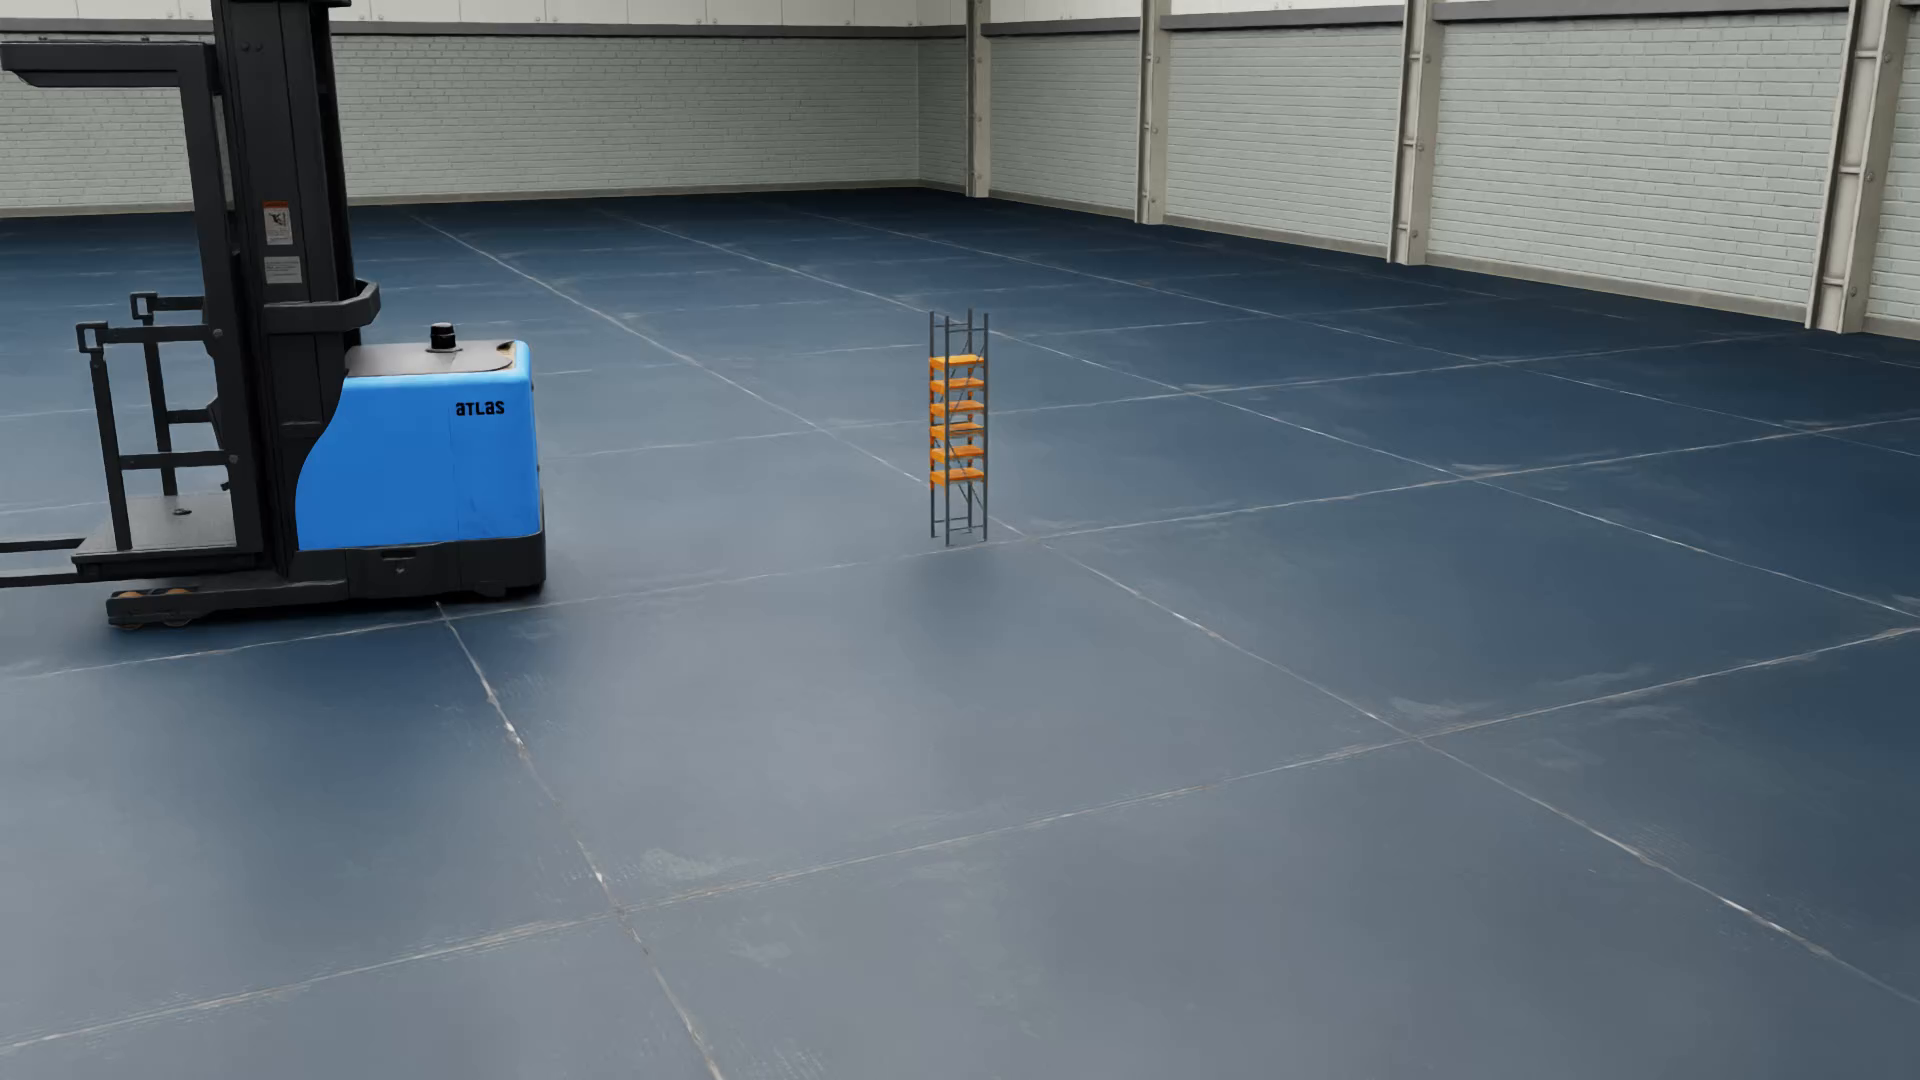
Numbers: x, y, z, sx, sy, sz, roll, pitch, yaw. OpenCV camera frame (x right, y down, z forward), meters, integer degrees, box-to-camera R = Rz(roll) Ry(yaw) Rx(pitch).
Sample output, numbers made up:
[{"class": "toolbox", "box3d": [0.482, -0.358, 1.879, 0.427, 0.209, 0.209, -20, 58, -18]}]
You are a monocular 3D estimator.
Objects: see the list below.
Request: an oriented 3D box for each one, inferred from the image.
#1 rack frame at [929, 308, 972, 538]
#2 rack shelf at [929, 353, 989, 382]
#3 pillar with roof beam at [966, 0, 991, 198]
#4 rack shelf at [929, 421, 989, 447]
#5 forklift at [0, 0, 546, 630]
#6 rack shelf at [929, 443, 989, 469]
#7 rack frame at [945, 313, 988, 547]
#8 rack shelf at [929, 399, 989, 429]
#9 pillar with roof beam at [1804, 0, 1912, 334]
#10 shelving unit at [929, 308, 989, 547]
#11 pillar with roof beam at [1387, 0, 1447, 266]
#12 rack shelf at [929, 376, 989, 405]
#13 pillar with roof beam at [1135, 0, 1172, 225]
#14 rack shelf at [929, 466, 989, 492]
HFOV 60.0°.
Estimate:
[{"class": "rack frame", "box3d": [-0.046, -0.603, 8.677, 0.240, 1.200, 0.006, -8, 18, -25]}, {"class": "rack shelf", "box3d": [-0.006, -0.884, 8.511, 0.258, 0.103, 0.180, -8, 18, -25]}, {"class": "pillar with roof beam", "box3d": [-3.534, -10.248, 28.148, 9.100, 9.000, 0.400, -8, 18, -25]}, {"class": "rack shelf", "box3d": [-0.006, -0.538, 8.610, 0.258, 0.103, 0.180, -8, 18, -25]}, {"class": "forklift", "box3d": [-3.526, -1.171, 7.516, 3.031, 2.935, 1.130, -4, 16, -13]}, {"class": "rack shelf", "box3d": [-0.006, -0.422, 8.643, 0.258, 0.103, 0.180, -8, 18, -25]}, {"class": "rack frame", "box3d": [0.034, -0.558, 8.519, 0.240, 1.200, 0.006, -8, 18, -25]}, {"class": "rack shelf", "box3d": [-0.006, -0.653, 8.577, 0.258, 0.103, 0.180, -8, 18, -25]}, {"class": "pillar with roof beam", "box3d": [4.352, -5.785, 12.595, 9.100, 9.000, 0.400, -8, 18, -25]}, {"class": "shelving unit", "box3d": [-0.006, -0.580, 8.598, 0.258, 1.200, 0.189, -8, 18, -25]}, {"class": "pillar with roof beam", "box3d": [1.723, -7.273, 17.780, 9.100, 9.000, 0.400, -8, 18, -25]}, {"class": "rack shelf", "box3d": [-0.006, -0.768, 8.544, 0.258, 0.103, 0.180, -8, 18, -25]}, {"class": "pillar with roof beam", "box3d": [-0.905, -8.760, 22.964, 9.100, 9.000, 0.400, -8, 18, -25]}, {"class": "rack shelf", "box3d": [-0.006, -0.307, 8.676, 0.258, 0.103, 0.180, -8, 18, -25]}]
